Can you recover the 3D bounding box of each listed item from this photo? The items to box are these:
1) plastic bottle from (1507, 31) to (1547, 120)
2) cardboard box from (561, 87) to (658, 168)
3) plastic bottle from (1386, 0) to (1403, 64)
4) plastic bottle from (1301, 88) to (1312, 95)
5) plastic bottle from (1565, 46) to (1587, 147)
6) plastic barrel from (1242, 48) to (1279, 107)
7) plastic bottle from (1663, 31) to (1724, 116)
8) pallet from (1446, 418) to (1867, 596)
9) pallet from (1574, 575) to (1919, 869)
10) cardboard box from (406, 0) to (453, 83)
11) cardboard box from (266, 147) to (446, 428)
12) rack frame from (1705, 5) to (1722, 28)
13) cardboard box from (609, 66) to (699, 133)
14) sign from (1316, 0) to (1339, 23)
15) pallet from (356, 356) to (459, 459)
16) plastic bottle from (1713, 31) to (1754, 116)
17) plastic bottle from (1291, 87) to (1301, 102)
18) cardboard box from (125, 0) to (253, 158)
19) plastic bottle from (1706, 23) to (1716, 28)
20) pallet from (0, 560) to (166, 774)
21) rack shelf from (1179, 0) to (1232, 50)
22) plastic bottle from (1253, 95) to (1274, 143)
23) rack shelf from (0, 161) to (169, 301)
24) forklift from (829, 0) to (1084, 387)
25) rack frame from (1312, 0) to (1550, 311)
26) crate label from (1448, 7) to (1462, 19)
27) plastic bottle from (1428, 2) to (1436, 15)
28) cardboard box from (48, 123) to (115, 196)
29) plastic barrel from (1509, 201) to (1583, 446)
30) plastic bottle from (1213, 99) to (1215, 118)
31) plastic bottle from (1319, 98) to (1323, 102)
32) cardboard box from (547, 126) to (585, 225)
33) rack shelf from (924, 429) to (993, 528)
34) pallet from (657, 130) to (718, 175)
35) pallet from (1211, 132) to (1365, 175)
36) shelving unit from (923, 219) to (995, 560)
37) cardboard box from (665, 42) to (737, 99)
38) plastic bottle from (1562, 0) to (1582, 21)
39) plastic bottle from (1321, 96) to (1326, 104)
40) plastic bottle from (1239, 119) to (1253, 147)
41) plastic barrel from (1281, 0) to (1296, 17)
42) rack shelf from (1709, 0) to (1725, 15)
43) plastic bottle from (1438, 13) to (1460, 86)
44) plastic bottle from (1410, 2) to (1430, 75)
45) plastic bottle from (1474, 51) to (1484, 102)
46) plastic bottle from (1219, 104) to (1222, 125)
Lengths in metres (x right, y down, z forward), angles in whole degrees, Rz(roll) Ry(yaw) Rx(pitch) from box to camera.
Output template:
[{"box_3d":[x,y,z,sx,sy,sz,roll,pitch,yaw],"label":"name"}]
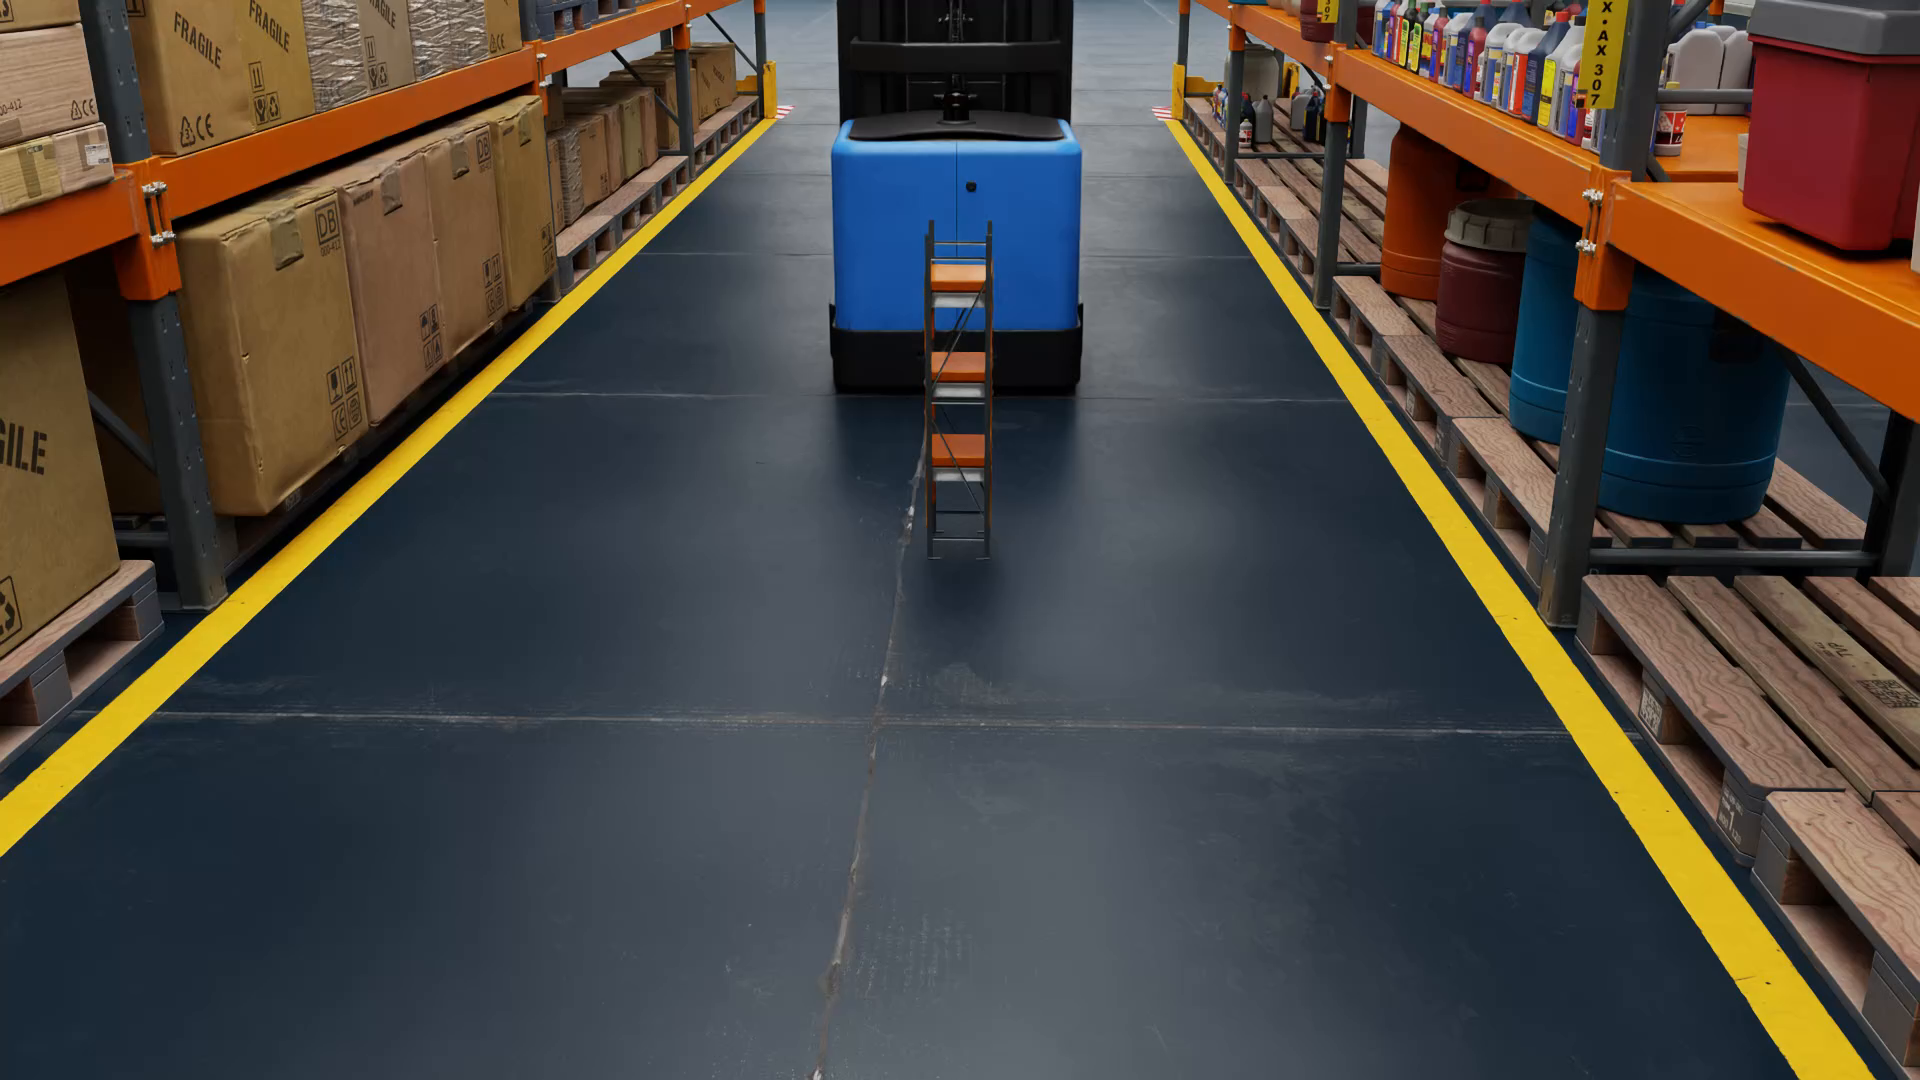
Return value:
[{"box_3d":[1.934,-1.554,5.558,0.152,0.276,0.135,1,21,2],"label":"plastic bottle"},{"box_3d":[-2.529,-2.916,11.745,0.700,0.500,0.500,-1,21,-3],"label":"cardboard box"},{"box_3d":[1.948,-2.272,7.398,0.061,0.283,0.133,1,21,2],"label":"plastic bottle"},{"box_3d":[2.931,-3.665,13.986,0.152,0.276,0.135,1,21,2],"label":"plastic bottle"},{"box_3d":[1.869,-1.327,4.963,0.061,0.283,0.133,1,21,2],"label":"plastic bottle"},{"box_3d":[2.624,-4.106,14.822,0.421,0.512,0.421,0,21,0],"label":"plastic barrel"},{"box_3d":[2.489,-1.593,5.659,0.152,0.276,0.135,1,21,2],"label":"plastic bottle"},{"box_3d":[2.283,-0.129,5.571,1.003,0.211,1.213,1,21,2],"label":"pallet"},{"box_3d":[2.235,0.415,4.167,1.003,0.211,1.213,1,21,2],"label":"pallet"},{"box_3d":[-2.412,-2.149,6.783,0.500,0.500,0.500,0,21,0],"label":"cardboard box"},{"box_3d":[-2.707,-0.965,6.227,1.225,0.875,0.875,0,21,0],"label":"cardboard box"},{"box_3d":[7.534,-5.434,15.387,1.000,3.000,0.127,1,21,2],"label":"rack frame"},{"box_3d":[-2.427,-3.480,13.226,0.500,0.500,0.500,8,22,19],"label":"cardboard box"},{"box_3d":[1.790,-2.677,8.055,0.100,0.325,0.005,1,21,2],"label":"sign"},{"box_3d":[-2.750,-0.628,6.854,1.003,0.211,1.213,1,21,2],"label":"pallet"},{"box_3d":[2.641,-1.591,5.654,0.152,0.276,0.135,1,21,2],"label":"plastic bottle"},{"box_3d":[2.824,-3.670,13.987,0.061,0.283,0.133,1,21,2],"label":"plastic bottle"},{"box_3d":[-2.469,-1.416,4.892,0.500,0.500,0.500,1,21,2],"label":"cardboard box"},{"box_3d":[2.679,-1.714,5.979,0.097,0.271,0.097,0,21,0],"label":"plastic bottle"},{"box_3d":[-2.834,0.369,4.287,1.003,0.211,1.213,1,21,2],"label":"pallet"},{"box_3d":[2.522,-4.431,13.797,1.077,0.370,4.000,1,21,2],"label":"rack shelf"},{"box_3d":[2.337,-3.248,12.807,0.144,0.351,0.185,1,21,2],"label":"plastic bottle"},{"box_3d":[-2.793,-0.147,2.755,1.077,0.370,4.000,1,21,2],"label":"rack shelf"},{"box_3d":[-0.024,-2.492,7.901,1.130,2.935,3.031,0,21,0],"label":"forklift"},{"box_3d":[2.340,-2.597,8.076,1.000,3.000,0.127,1,21,2],"label":"rack frame"},{"box_3d":[2.640,-2.970,8.988,0.502,0.435,0.616,1,21,2],"label":"crate label"},{"box_3d":[2.020,-2.175,7.165,0.097,0.271,0.097,0,21,0],"label":"plastic bottle"},{"box_3d":[-2.414,-0.975,4.241,0.380,0.149,0.250,1,21,2],"label":"cardboard box"},{"box_3d":[2.273,-0.821,5.818,0.600,0.901,0.708,1,21,2],"label":"plastic barrel"},{"box_3d":[2.213,-3.701,14.180,0.097,0.201,0.097,0,21,0],"label":"plastic bottle"},{"box_3d":[2.874,-3.386,13.272,0.097,0.271,0.097,0,21,0],"label":"plastic bottle"},{"box_3d":[-2.606,-2.135,9.731,0.700,0.500,0.500,-1,21,-3],"label":"cardboard box"},{"box_3d":[-0.002,-0.201,5.394,0.215,0.259,0.240,1,21,2],"label":"rack shelf"},{"box_3d":[-2.504,-3.041,13.075,1.003,0.211,1.213,1,21,2],"label":"pallet"},{"box_3d":[2.524,-2.986,12.932,1.003,0.211,1.213,1,21,2],"label":"pallet"},{"box_3d":[-0.002,-0.470,5.289,0.215,1.050,0.252,1,21,2],"label":"shelving unit"},{"box_3d":[-2.403,-4.349,15.466,0.500,0.500,0.500,5,22,12],"label":"cardboard box"},{"box_3d":[2.747,-2.308,7.493,0.061,0.283,0.133,1,21,2],"label":"plastic bottle"},{"box_3d":[2.907,-3.369,13.119,0.144,0.351,0.185,0,21,-1],"label":"plastic bottle"},{"box_3d":[2.161,-3.079,12.577,0.097,0.201,0.097,0,21,0],"label":"plastic bottle"},{"box_3d":[2.191,-3.498,10.210,0.433,0.535,0.433,0,21,0],"label":"plastic barrel"},{"box_3d":[7.473,-4.375,13.653,1.077,0.370,4.000,1,21,2],"label":"rack shelf"},{"box_3d":[1.938,-1.925,6.522,0.097,0.271,0.097,0,21,0],"label":"plastic bottle"},{"box_3d":[1.933,-2.091,6.933,0.061,0.283,0.133,1,21,2],"label":"plastic bottle"},{"box_3d":[1.921,-1.694,6.022,0.097,0.201,0.097,0,21,0],"label":"plastic bottle"},{"box_3d":[2.200,-3.542,13.772,0.097,0.201,0.097,0,21,0],"label":"plastic bottle"}]
